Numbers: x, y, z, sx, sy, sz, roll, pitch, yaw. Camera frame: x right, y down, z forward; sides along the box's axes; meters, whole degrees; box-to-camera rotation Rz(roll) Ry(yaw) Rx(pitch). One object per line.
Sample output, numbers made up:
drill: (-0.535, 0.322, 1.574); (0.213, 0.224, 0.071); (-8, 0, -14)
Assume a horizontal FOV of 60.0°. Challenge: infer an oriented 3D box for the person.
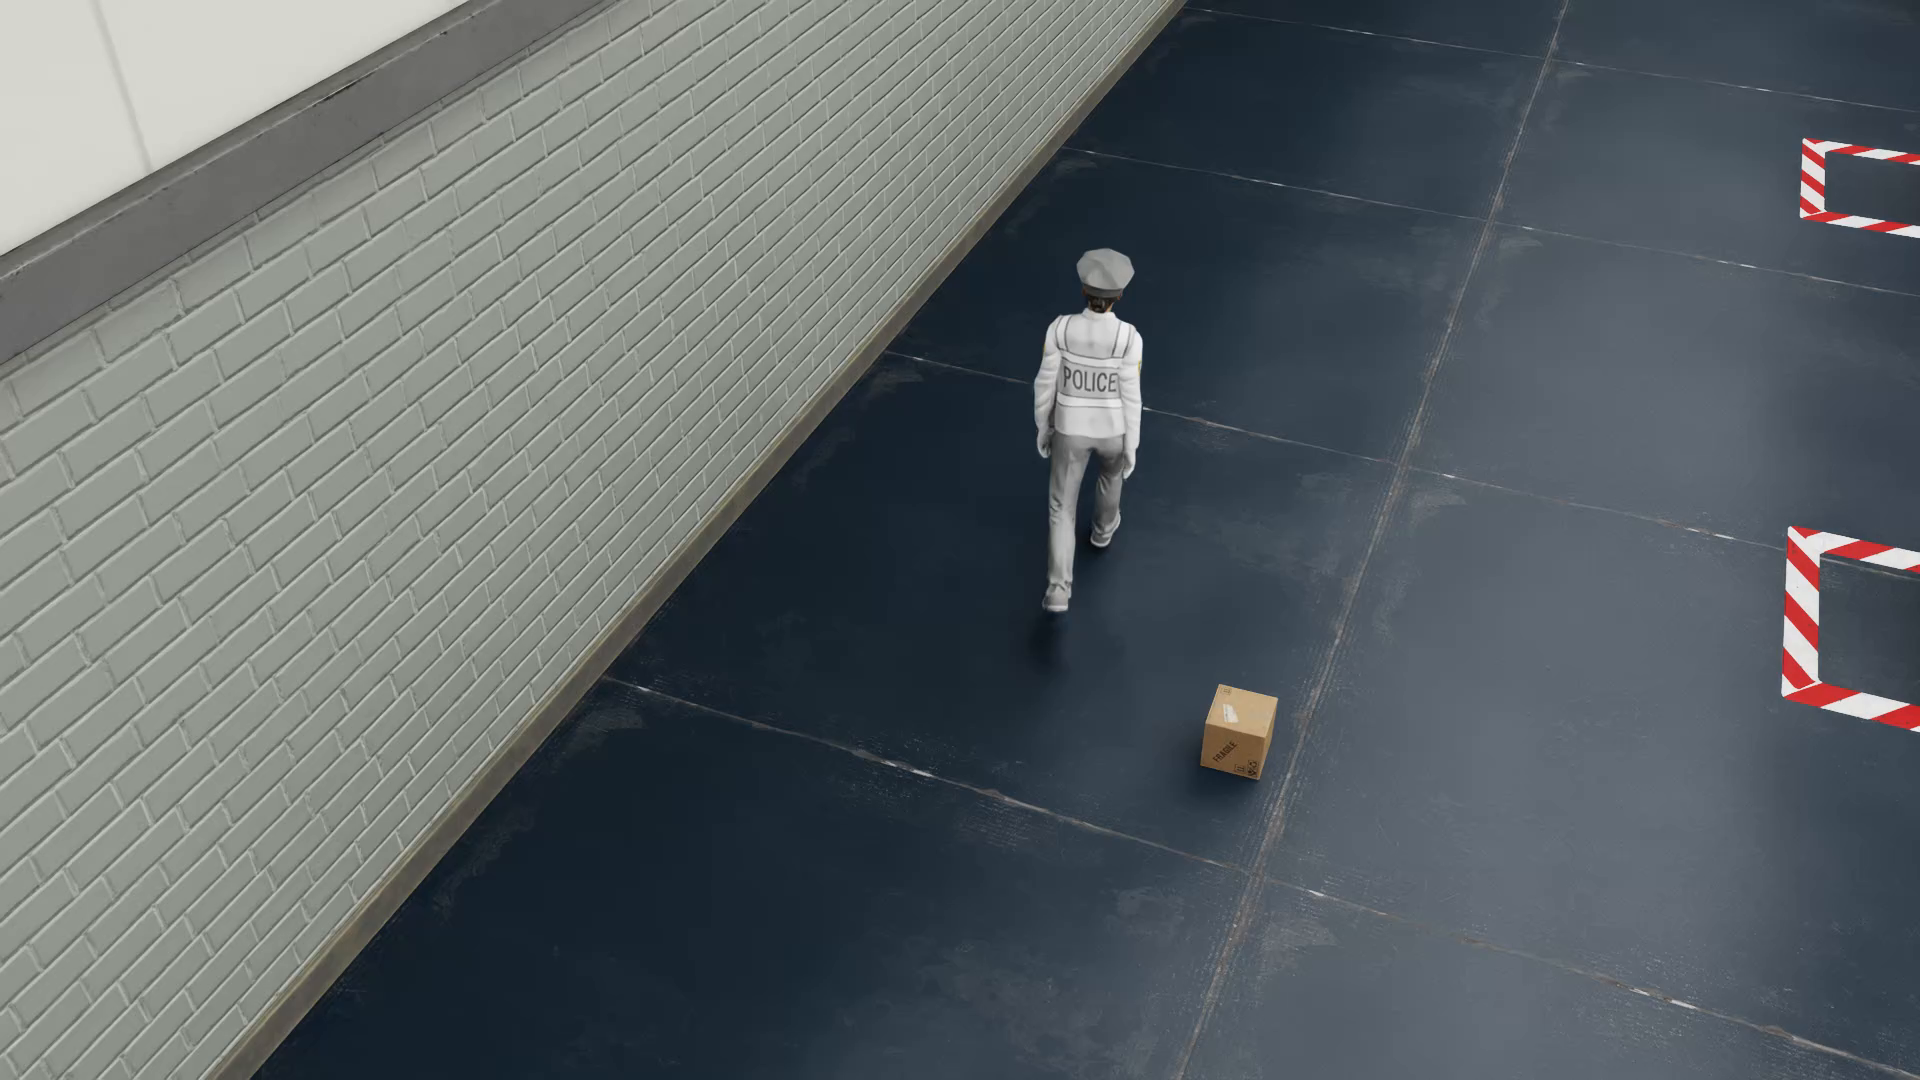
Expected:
person: (0.560, -0.474, 7.439); (0.487, 1.612, 1.001); (5, 38, 7)
